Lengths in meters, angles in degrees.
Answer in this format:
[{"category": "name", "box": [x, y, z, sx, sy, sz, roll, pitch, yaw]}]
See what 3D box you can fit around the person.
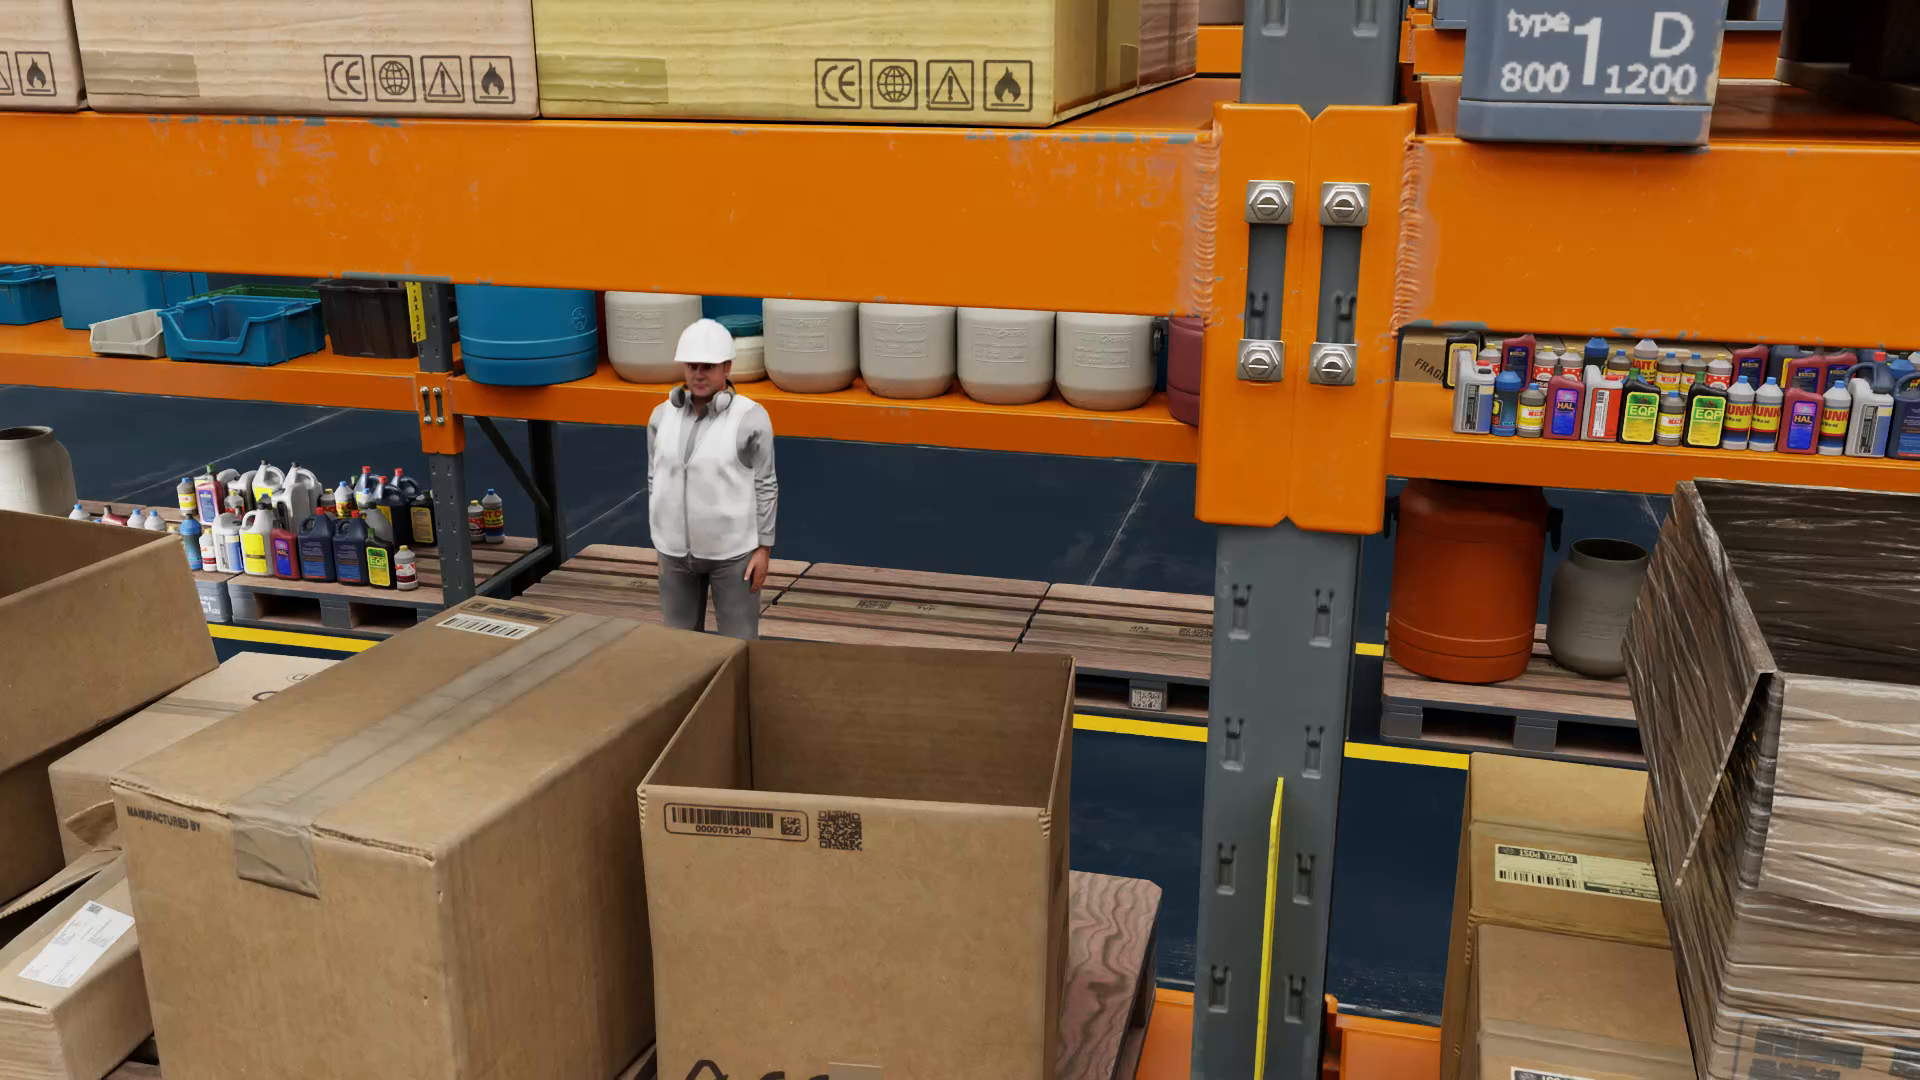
[{"category": "person", "box": [-0.959, 0.027, 6.442, 0.531, 1.769, 0.359, 5, 19, 15]}]
